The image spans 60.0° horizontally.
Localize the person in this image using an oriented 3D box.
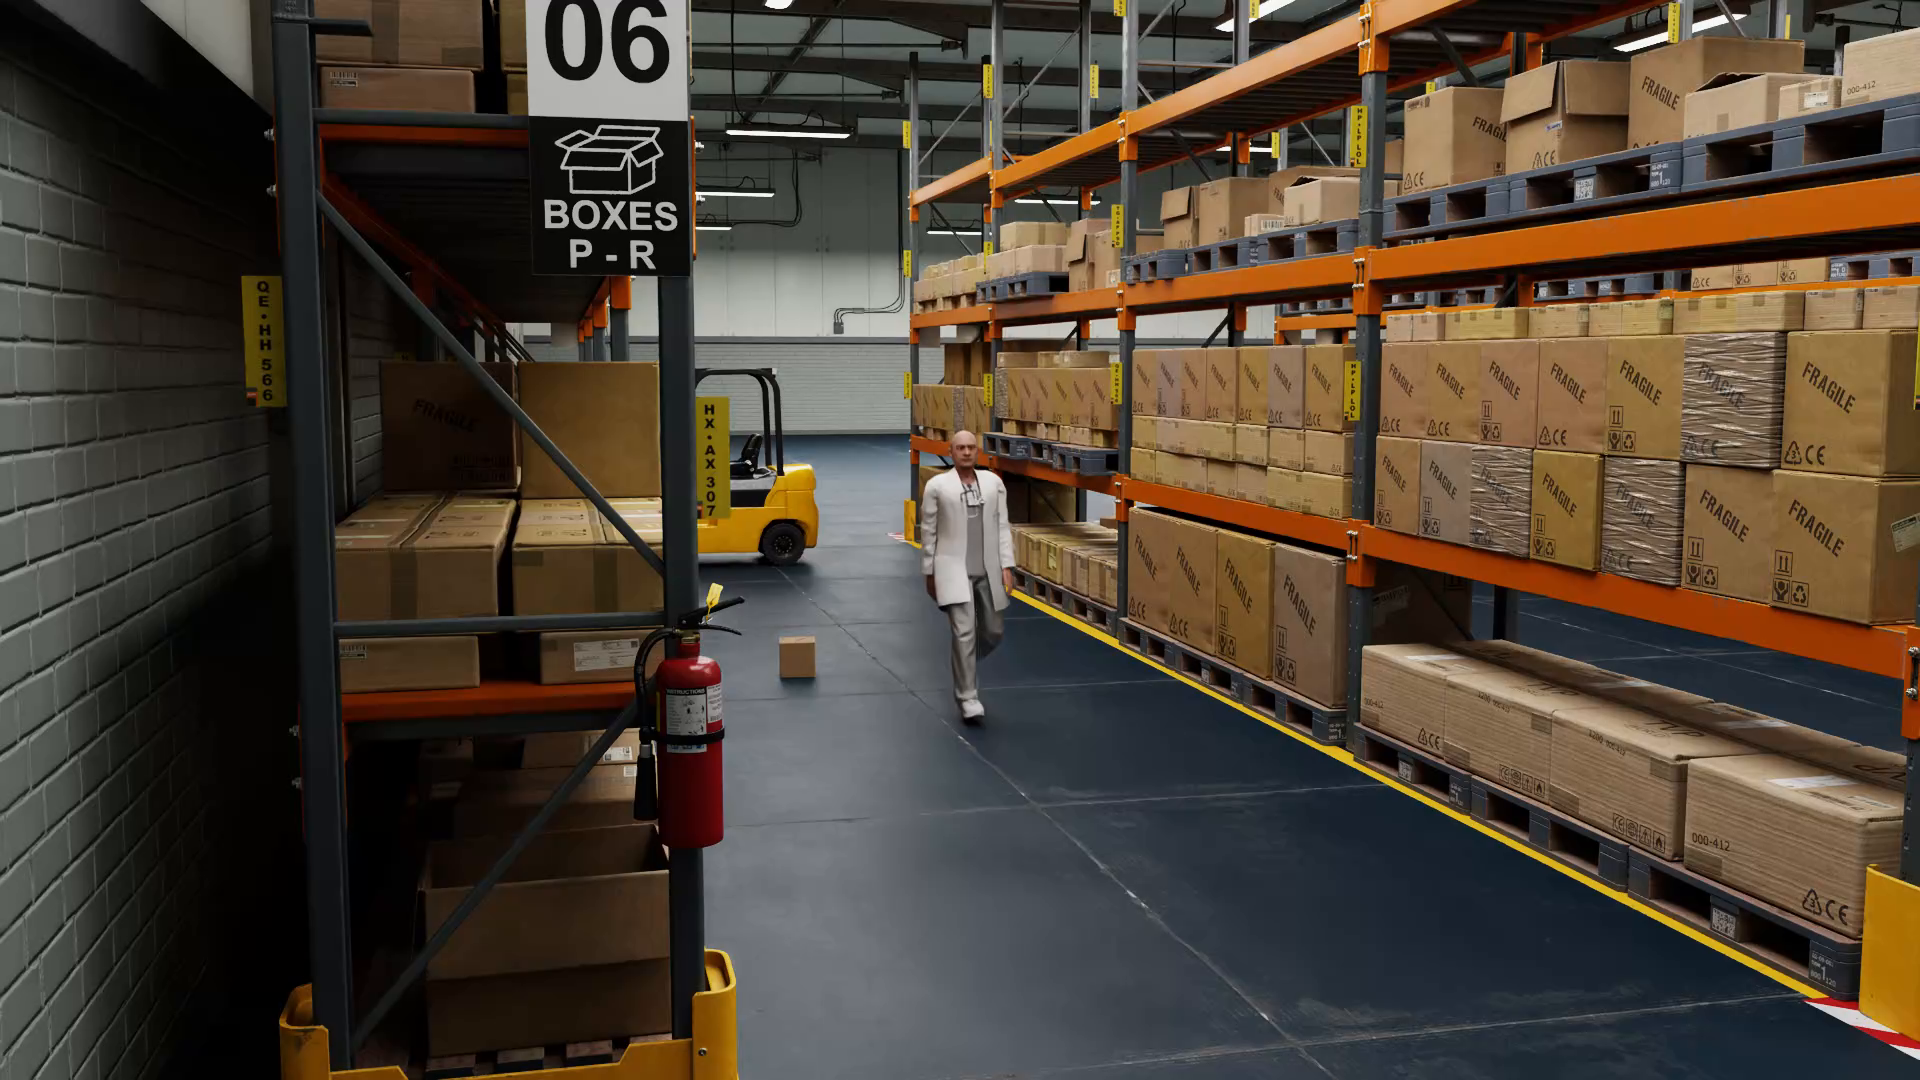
[{"bbox_3d":[0.043,0.235,10.410,0.575,1.658,0.893,-2,6,-19],"label":"person"}]
